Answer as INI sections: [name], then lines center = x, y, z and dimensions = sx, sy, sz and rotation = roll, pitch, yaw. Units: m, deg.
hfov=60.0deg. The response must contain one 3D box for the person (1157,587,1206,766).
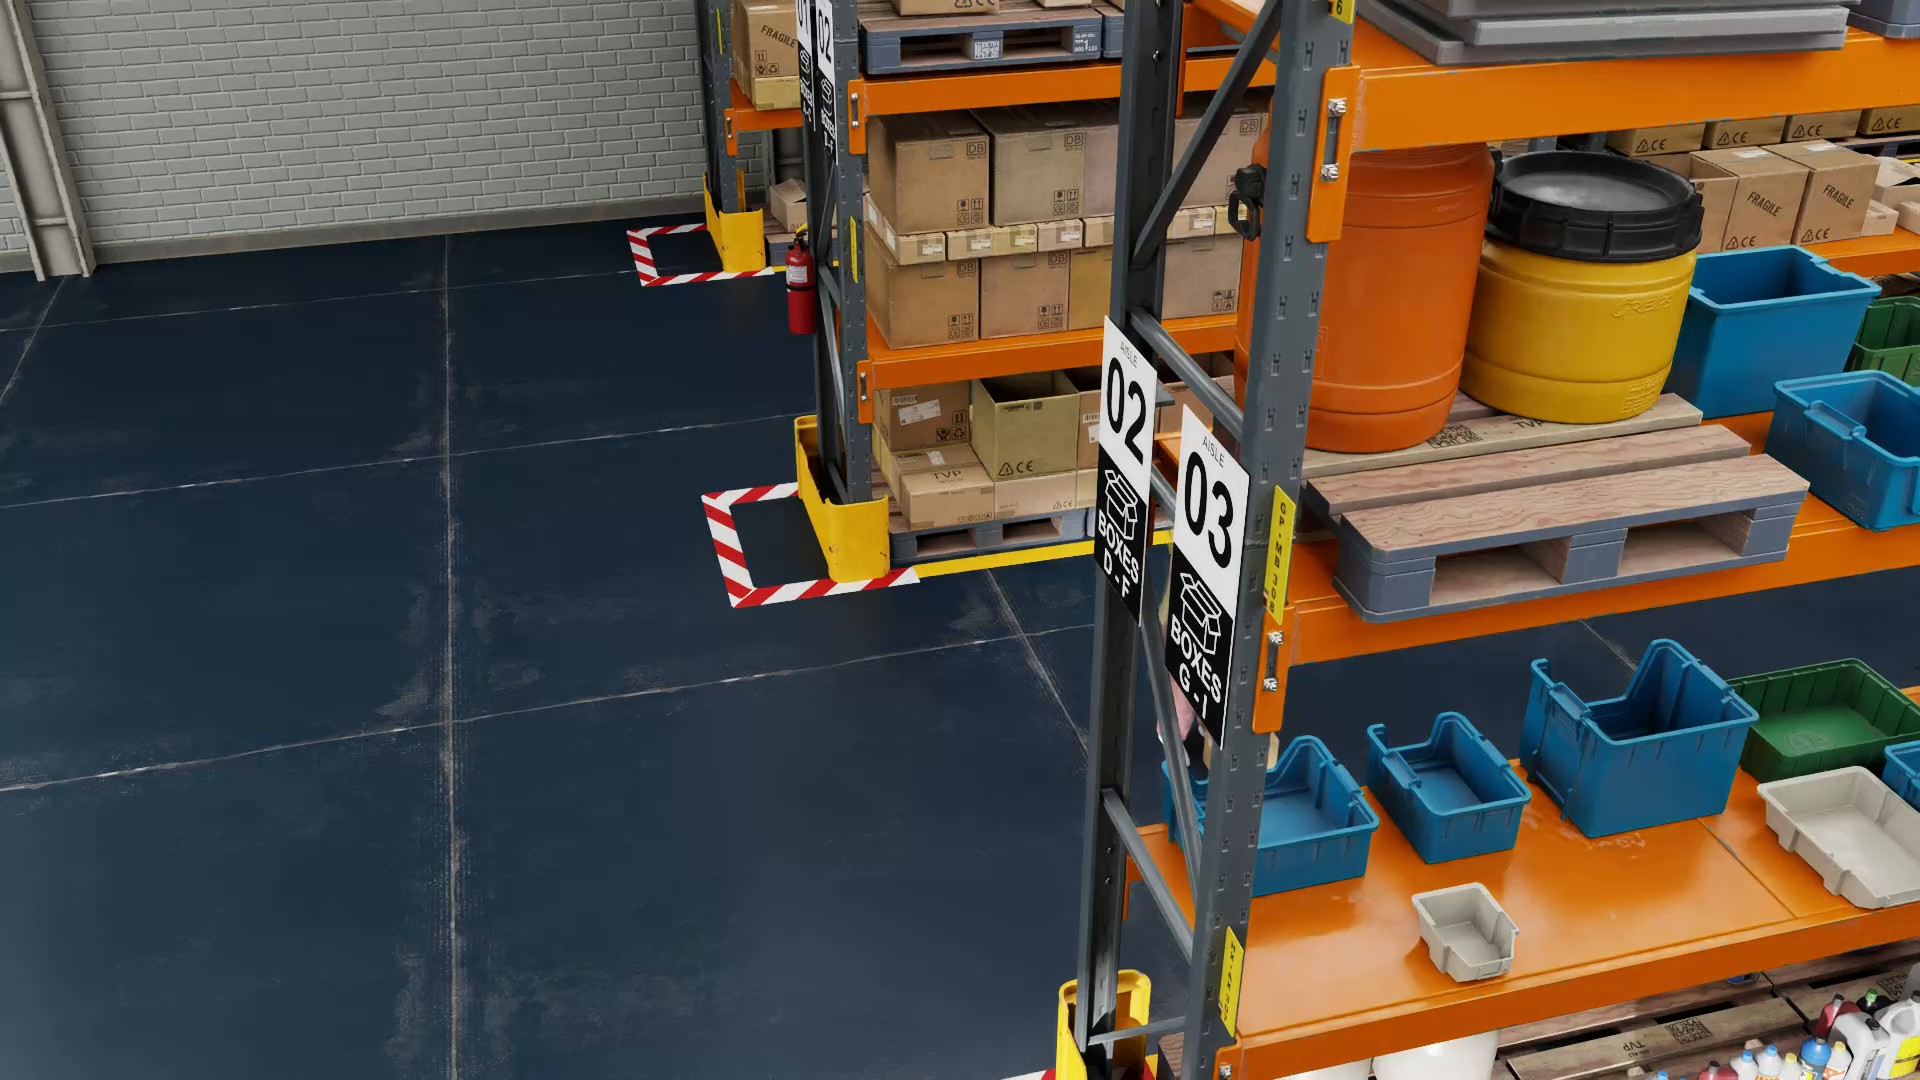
[person]
center = 1.210, 0.495, 7.788
dimensions = 0.512, 1.278, 0.693
rotation = -8, 31, -13
